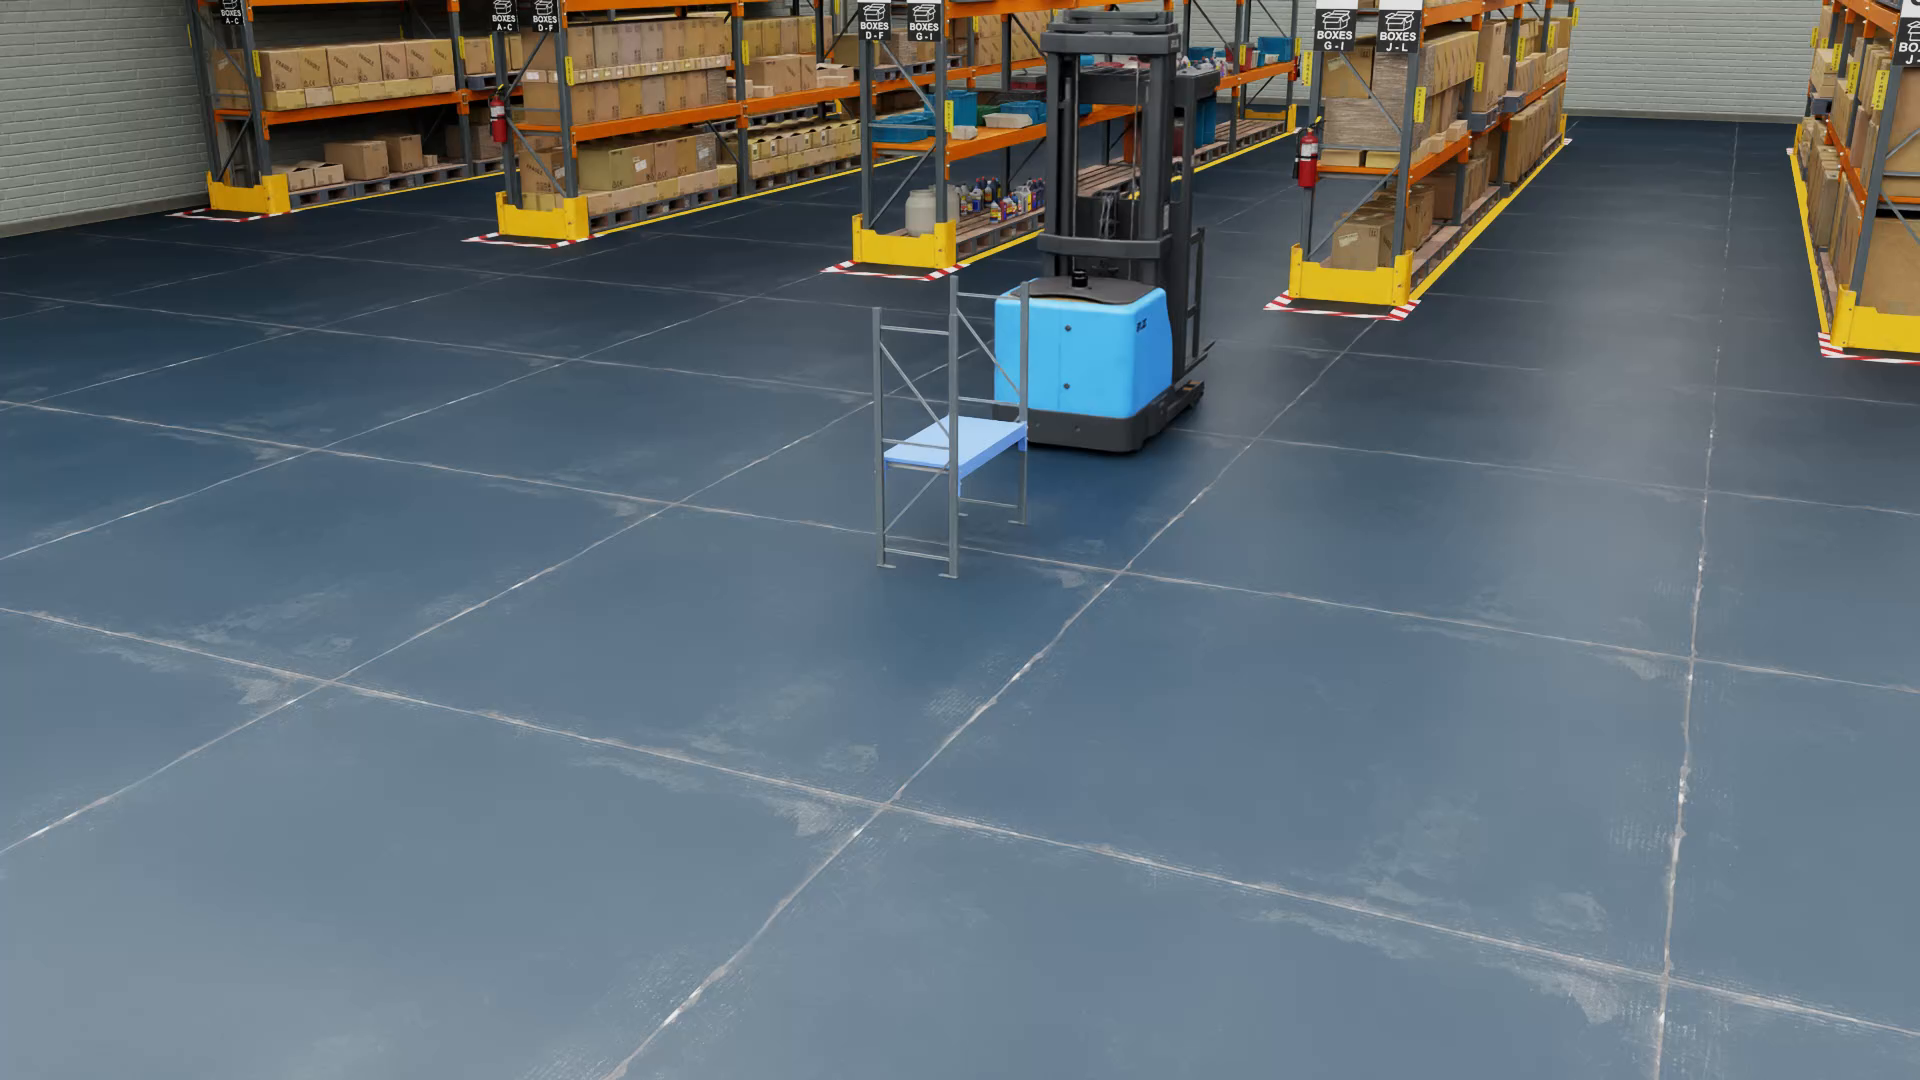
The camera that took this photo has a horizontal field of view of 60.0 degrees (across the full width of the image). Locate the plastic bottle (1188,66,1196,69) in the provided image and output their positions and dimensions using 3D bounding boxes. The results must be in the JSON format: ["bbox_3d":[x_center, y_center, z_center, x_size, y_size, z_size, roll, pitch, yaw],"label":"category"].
[{"bbox_3d":[3.698,-7.413,26.521,0.152,0.276,0.135,9,21,23],"label":"plastic bottle"}]

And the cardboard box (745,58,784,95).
[{"bbox_3d":[-2.953,-6.858,24.627,0.500,0.500,0.500,10,22,27],"label":"cardboard box"}]

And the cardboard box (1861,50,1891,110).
[{"bbox_3d":[9.374,-4.486,16.272,0.875,0.550,0.550,9,21,23],"label":"cardboard box"}]

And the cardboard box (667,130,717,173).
[{"bbox_3d":[-3.704,-5.350,22.893,0.500,0.500,0.500,9,21,23],"label":"cardboard box"}]

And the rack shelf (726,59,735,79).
[{"bbox_3d":[-5.562,-8.591,30.723,1.077,0.370,4.000,9,21,23],"label":"rack shelf"}]

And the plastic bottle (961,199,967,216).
[{"bbox_3d":[0.040,-4.128,20.620,0.097,0.201,0.097,0,20,0],"label":"plastic bottle"}]

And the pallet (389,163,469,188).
[{"bbox_3d":[-8.261,-5.572,25.321,1.003,0.211,1.213,9,21,23],"label":"pallet"}]

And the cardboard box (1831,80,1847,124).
[{"bbox_3d":[11.024,-5.359,20.412,0.500,0.500,0.500,8,21,22],"label":"cardboard box"}]

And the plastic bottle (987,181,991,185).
[{"bbox_3d":[0.382,-4.521,21.612,0.152,0.276,0.135,9,22,25],"label":"plastic bottle"}]

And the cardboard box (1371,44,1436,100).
[{"bbox_3d":[4.374,-4.623,16.407,0.500,0.500,0.500,9,21,23],"label":"cardboard box"}]

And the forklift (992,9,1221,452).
[{"bbox_3d":[1.264,-2.444,12.465,1.130,2.935,3.031,8,21,21],"label":"forklift"}]

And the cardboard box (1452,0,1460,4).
[{"bbox_3d":[4.954,-5.758,17.429,0.500,0.250,0.500,9,22,24],"label":"cardboard box"}]

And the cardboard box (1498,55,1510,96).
[{"bbox_3d":[6.854,-6.170,22.064,0.700,0.500,0.500,12,23,31],"label":"cardboard box"}]

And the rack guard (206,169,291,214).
[{"bbox_3d":[-9.626,-4.719,22.491,1.175,0.500,0.348,9,21,23],"label":"rack guard"}]

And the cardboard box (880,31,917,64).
[{"bbox_3d":[-1.156,-8.346,28.185,0.700,0.500,0.500,13,23,33],"label":"cardboard box"}]

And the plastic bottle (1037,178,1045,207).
[{"bbox_3d":[1.019,-4.459,21.328,0.144,0.351,0.185,8,21,21],"label":"plastic bottle"}]

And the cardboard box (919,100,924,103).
[{"bbox_3d":[-0.642,-7.778,30.437,0.500,0.500,0.500,8,21,20],"label":"cardboard box"}]

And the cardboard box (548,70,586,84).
[{"bbox_3d":[-4.779,-5.638,20.227,0.380,0.149,0.250,8,21,22],"label":"cardboard box"}]

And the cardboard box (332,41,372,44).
[{"bbox_3d":[-8.826,-6.964,24.148,0.500,0.500,0.500,9,22,24],"label":"cardboard box"}]

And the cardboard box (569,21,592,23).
[{"bbox_3d":[-6.495,-8.769,28.376,0.380,0.149,0.250,6,20,16],"label":"cardboard box"}]

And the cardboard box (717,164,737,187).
[{"bbox_3d":[-3.488,-5.148,23.444,0.500,0.250,0.500,9,21,23],"label":"cardboard box"}]

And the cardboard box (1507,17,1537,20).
[{"bbox_3d":[9.805,-8.885,29.138,0.500,0.500,0.500,8,21,21],"label":"cardboard box"}]

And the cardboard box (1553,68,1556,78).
[{"bbox_3d":[9.769,-7.825,27.870,0.380,0.149,0.250,9,21,23],"label":"cardboard box"}]

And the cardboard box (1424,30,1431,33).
[{"bbox_3d":[5.122,-5.612,19.188,0.500,0.500,0.500,9,21,23],"label":"cardboard box"}]

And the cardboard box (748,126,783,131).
[{"bbox_3d":[-2.971,-6.212,25.600,0.500,0.311,0.500,8,21,22],"label":"cardboard box"}]

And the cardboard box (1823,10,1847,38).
[{"bbox_3d":[13.450,-7.789,25.308,0.500,0.500,0.500,8,21,21],"label":"cardboard box"}]

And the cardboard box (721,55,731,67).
[{"bbox_3d":[-3.414,-6.657,23.095,0.380,0.149,0.250,9,21,23],"label":"cardboard box"}]

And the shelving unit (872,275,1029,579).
[{"bbox_3d":[-0.035,-0.681,9.644,0.538,1.500,1.048,9,21,23],"label":"shelving unit"}]

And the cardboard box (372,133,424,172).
[{"bbox_3d":[-8.407,-5.803,24.882,0.500,0.500,0.500,7,21,19],"label":"cardboard box"}]

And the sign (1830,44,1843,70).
[{"bbox_3d":[11.161,-6.148,21.170,0.100,0.325,0.005,9,21,23],"label":"sign"}]

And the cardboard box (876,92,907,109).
[{"bbox_3d":[-1.257,-7.672,29.020,0.500,0.250,0.500,8,21,22],"label":"cardboard box"}]

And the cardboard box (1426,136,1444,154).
[{"bbox_3d":[4.937,-4.215,17.720,0.380,0.149,0.250,9,21,23],"label":"cardboard box"}]

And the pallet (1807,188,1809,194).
[{"bbox_3d":[12.482,-4.865,23.332,1.003,0.211,1.213,9,21,23],"label":"pallet"}]

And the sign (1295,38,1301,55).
[{"bbox_3d":[6.442,-9.411,31.712,0.100,0.325,0.005,9,21,23],"label":"sign"}]

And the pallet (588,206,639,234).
[{"bbox_3d":[-4.861,-4.120,21.239,1.003,0.211,1.213,9,21,23],"label":"pallet"}]

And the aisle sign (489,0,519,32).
[{"bbox_3d":[-5.431,-6.440,19.720,0.394,0.787,0.004,9,21,23],"label":"aisle sign"}]

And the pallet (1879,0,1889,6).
[{"bbox_3d":[9.176,-5.097,15.479,1.003,0.211,1.213,9,21,23],"label":"pallet"}]

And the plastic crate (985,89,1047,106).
[{"bbox_3d":[0.689,-5.565,21.232,0.767,0.338,0.504,9,21,23],"label":"plastic crate"}]

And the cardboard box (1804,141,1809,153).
[{"bbox_3d":[13.330,-6.094,25.813,0.380,0.149,0.250,8,21,21],"label":"cardboard box"}]

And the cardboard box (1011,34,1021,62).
[{"bbox_3d":[0.856,-9.494,32.038,0.500,0.500,0.500,8,21,22],"label":"cardboard box"}]

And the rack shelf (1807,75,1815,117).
[{"bbox_3d":[14.117,-7.063,26.427,1.077,0.370,4.000,9,21,23],"label":"rack shelf"}]

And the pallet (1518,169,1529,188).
[{"bbox_3d":[8.069,-5.568,25.310,1.003,0.211,1.213,9,21,23],"label":"pallet"}]

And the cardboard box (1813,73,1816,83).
[{"bbox_3d":[12.399,-6.575,23.729,0.380,0.149,0.250,9,21,23],"label":"cardboard box"}]

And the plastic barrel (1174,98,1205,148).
[{"bbox_3d":[3.767,-7.011,27.710,0.600,0.901,0.708,9,21,23],"label":"plastic barrel"}]

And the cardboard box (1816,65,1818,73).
[{"bbox_3d":[12.293,-6.632,23.446,0.380,0.149,0.250,9,22,25],"label":"cardboard box"}]

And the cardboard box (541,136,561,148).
[{"bbox_3d":[-7.123,-6.824,27.753,0.700,0.500,0.500,8,21,22],"label":"cardboard box"}]

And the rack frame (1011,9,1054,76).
[{"bbox_3d":[1.416,-10.086,33.852,1.000,3.000,0.127,9,21,23],"label":"rack frame"}]

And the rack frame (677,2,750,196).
[{"bbox_3d":[-3.498,-6.417,23.537,1.000,3.000,0.127,9,21,23],"label":"rack frame"}]

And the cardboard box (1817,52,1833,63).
[{"bbox_3d":[12.292,-6.775,23.403,0.380,0.149,0.250,8,21,22],"label":"cardboard box"}]

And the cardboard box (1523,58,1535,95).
[{"bbox_3d":[8.246,-6.906,24.761,0.500,0.500,0.500,9,21,23],"label":"cardboard box"}]

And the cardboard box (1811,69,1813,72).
[{"bbox_3d":[14.504,-7.841,27.916,0.380,0.149,0.250,8,21,22],"label":"cardboard box"}]

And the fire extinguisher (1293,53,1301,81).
[{"bbox_3d":[6.410,-9.176,31.967,0.296,0.674,0.183,9,21,23],"label":"fire extinguisher"}]

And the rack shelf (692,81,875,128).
[{"bbox_3d":[-2.679,-6.690,25.376,1.077,0.370,4.000,9,21,23],"label":"rack shelf"}]

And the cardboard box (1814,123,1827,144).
[{"bbox_3d":[12.538,-5.812,23.818,0.500,0.250,0.500,9,22,24],"label":"cardboard box"}]
